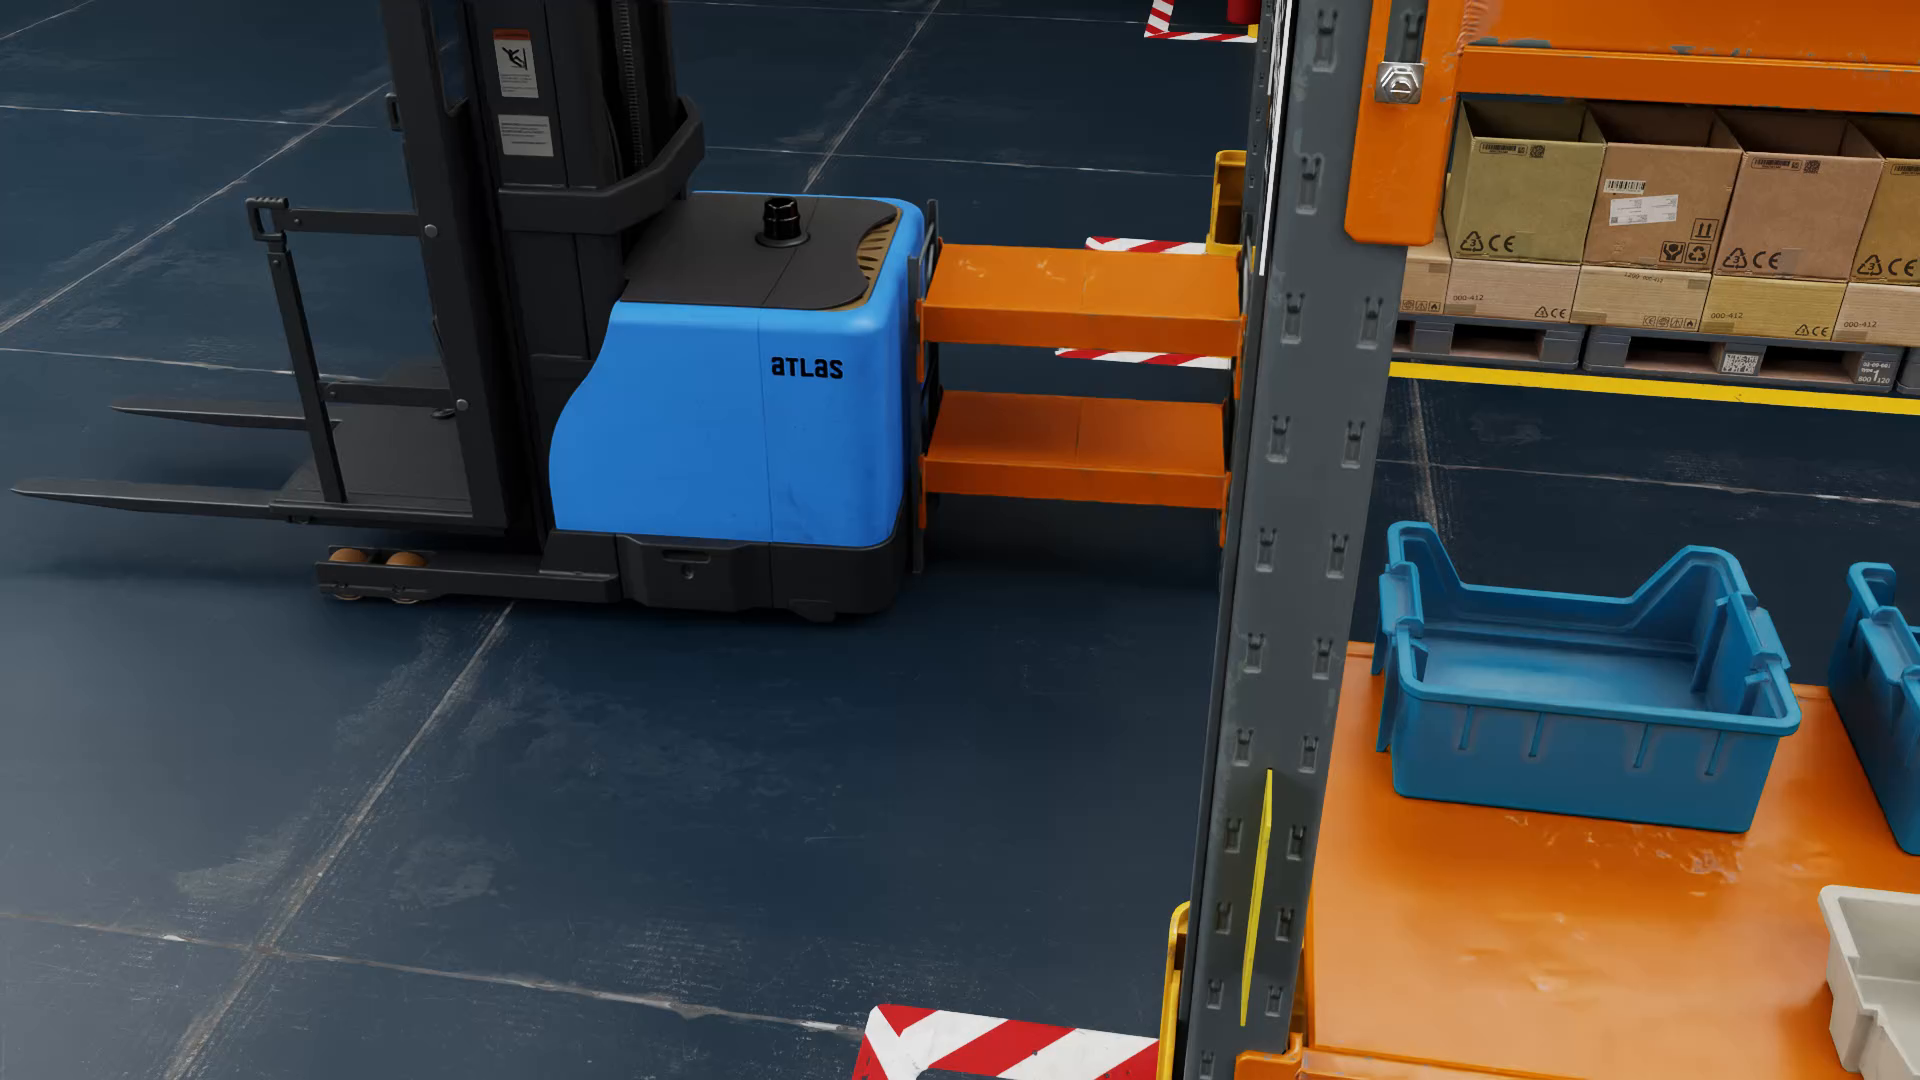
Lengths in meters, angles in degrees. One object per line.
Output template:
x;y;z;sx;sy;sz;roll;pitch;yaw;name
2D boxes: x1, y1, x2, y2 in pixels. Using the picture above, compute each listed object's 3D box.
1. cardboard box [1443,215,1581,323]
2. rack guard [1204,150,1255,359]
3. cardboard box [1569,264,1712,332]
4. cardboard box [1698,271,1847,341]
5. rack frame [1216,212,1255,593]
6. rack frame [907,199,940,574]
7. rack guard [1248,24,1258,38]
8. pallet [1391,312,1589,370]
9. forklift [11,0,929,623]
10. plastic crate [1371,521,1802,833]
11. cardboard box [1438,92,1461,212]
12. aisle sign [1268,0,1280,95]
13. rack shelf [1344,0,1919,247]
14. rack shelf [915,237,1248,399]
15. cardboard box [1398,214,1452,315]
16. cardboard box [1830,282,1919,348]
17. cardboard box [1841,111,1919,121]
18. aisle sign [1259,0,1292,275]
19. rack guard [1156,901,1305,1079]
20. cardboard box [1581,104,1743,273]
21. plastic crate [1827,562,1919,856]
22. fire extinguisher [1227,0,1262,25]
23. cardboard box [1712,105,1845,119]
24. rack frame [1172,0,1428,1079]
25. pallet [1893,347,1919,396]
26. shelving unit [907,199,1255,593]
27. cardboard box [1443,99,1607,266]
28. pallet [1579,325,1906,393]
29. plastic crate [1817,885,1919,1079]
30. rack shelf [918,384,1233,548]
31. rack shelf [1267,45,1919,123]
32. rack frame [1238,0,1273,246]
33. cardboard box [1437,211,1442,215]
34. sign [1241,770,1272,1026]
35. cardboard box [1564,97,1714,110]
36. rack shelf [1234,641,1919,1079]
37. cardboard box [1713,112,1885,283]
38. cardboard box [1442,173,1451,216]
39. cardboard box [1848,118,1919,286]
2.270;-1.137;6.935;0.500;0.250;0.500;5;32;8;cardboard box
1.262;-1.274;7.314;0.348;0.500;1.175;5;32;8;rack guard
2.763;-1.092;6.863;0.500;0.250;0.500;5;32;8;cardboard box
3.255;-1.045;6.788;0.500;0.250;0.500;5;32;8;cardboard box
0.896;-0.435;5.385;0.032;1.125;0.500;3;32;5;rack frame
-0.115;-0.496;5.481;0.032;1.125;0.500;3;32;5;rack frame
2.190;-3.856;11.440;0.348;0.500;1.175;5;32;8;rack guard
2.047;-1.103;7.313;1.213;0.211;1.003;5;32;8;pallet
-1.660;-1.308;5.078;3.031;2.935;1.130;3;32;5;forklift
0.992;0.210;2.727;0.616;0.251;0.499;5;32;8;plastic crate
1.864;-1.770;7.239;0.500;0.500;0.500;5;32;8;cardboard box
0.428;-1.005;2.078;0.004;0.787;0.394;5;32;8;aisle sign
2.420;-0.529;1.619;4.000;0.370;1.077;5;32;8;rack shelf
0.390;-0.713;5.278;1.000;0.278;0.538;3;32;5;rack shelf
1.777;-1.180;7.003;0.500;0.250;0.500;5;32;8;cardboard box
3.748;-1.001;6.717;0.500;0.250;0.500;5;32;8;cardboard box
3.838;-1.599;6.966;0.500;0.500;0.500;5;32;8;cardboard box
0.328;-0.696;1.585;0.004;0.787;0.394;5;32;8;aisle sign
0.532;1.301;3.201;0.348;0.500;1.175;5;32;8;rack guard
2.765;-1.416;6.674;0.500;0.500;0.500;5;32;8;cardboard box
1.632;0.271;2.630;0.408;0.251;0.499;5;32;8;plastic crate
1.247;-2.552;7.073;0.183;0.674;0.296;5;32;8;fire extinguisher
3.345;-1.643;7.036;0.500;0.500;0.500;5;32;8;cardboard box
0.448;0.261;2.506;0.053;2.616;0.949;5;32;8;rack frame
4.452;-0.885;6.965;1.213;0.211;1.003;5;32;8;pallet
0.390;-0.465;5.433;1.048;1.125;0.538;3;32;5;shelving unit
2.270;-1.454;6.735;0.500;0.500;0.500;5;32;8;cardboard box
3.246;-0.993;7.137;1.213;0.211;1.003;5;32;8;pallet
1.277;0.619;2.183;0.250;0.136;0.298;5;32;8;plastic crate
0.390;-0.258;5.563;1.000;0.278;0.538;3;32;5;rack shelf
3.257;-1.848;6.553;4.000;0.370;1.077;5;32;8;rack shelf
1.286;-2.331;6.648;0.127;3.000;1.000;5;32;8;rack frame
1.864;-1.451;7.436;0.500;0.250;0.500;5;32;8;cardboard box
0.352;0.429;1.977;0.005;0.325;0.100;5;32;8;sign
2.853;-1.688;7.108;0.500;0.500;0.500;5;32;8;cardboard box
2.420;0.742;2.415;4.000;0.370;1.077;5;32;8;rack shelf
3.255;-1.362;6.588;0.500;0.500;0.500;5;32;8;cardboard box
2.359;-1.412;7.375;0.500;0.250;0.500;5;32;8;cardboard box
3.750;-1.325;6.529;0.500;0.500;0.500;5;32;8;cardboard box
